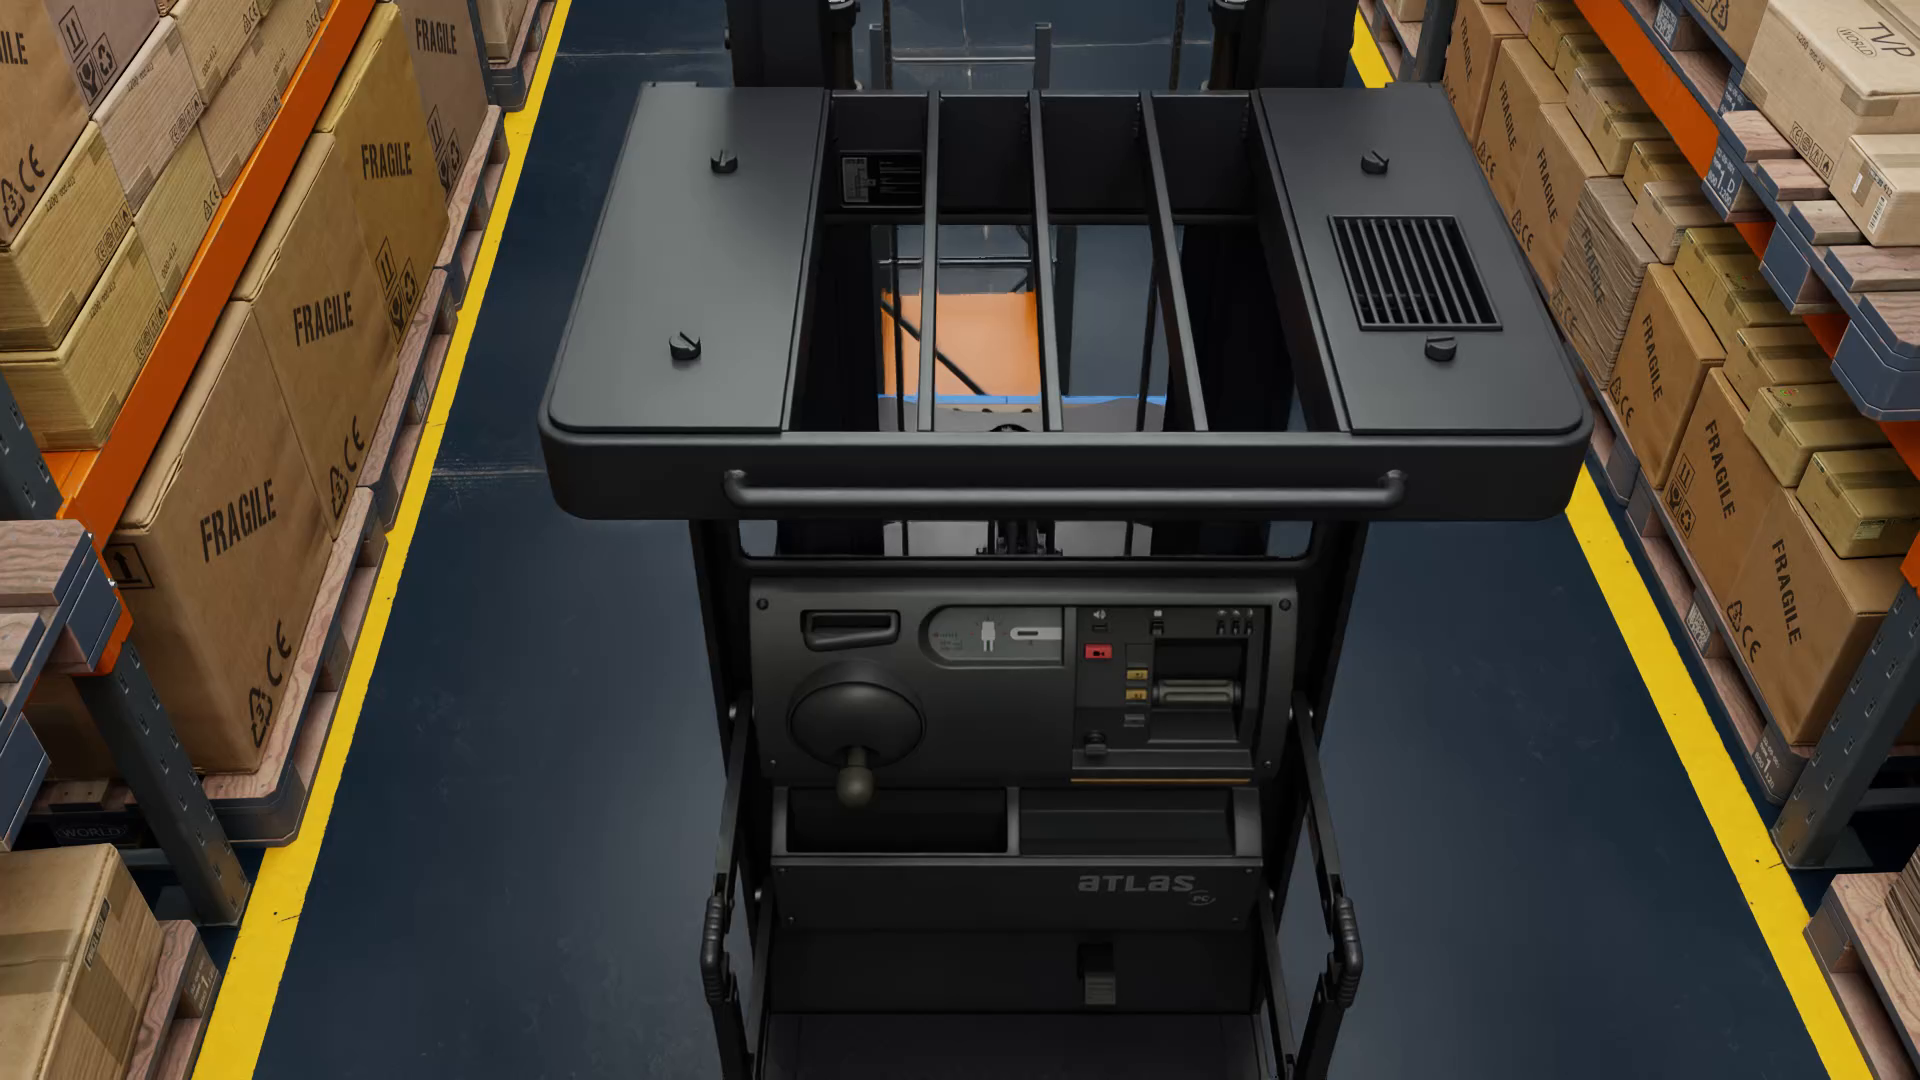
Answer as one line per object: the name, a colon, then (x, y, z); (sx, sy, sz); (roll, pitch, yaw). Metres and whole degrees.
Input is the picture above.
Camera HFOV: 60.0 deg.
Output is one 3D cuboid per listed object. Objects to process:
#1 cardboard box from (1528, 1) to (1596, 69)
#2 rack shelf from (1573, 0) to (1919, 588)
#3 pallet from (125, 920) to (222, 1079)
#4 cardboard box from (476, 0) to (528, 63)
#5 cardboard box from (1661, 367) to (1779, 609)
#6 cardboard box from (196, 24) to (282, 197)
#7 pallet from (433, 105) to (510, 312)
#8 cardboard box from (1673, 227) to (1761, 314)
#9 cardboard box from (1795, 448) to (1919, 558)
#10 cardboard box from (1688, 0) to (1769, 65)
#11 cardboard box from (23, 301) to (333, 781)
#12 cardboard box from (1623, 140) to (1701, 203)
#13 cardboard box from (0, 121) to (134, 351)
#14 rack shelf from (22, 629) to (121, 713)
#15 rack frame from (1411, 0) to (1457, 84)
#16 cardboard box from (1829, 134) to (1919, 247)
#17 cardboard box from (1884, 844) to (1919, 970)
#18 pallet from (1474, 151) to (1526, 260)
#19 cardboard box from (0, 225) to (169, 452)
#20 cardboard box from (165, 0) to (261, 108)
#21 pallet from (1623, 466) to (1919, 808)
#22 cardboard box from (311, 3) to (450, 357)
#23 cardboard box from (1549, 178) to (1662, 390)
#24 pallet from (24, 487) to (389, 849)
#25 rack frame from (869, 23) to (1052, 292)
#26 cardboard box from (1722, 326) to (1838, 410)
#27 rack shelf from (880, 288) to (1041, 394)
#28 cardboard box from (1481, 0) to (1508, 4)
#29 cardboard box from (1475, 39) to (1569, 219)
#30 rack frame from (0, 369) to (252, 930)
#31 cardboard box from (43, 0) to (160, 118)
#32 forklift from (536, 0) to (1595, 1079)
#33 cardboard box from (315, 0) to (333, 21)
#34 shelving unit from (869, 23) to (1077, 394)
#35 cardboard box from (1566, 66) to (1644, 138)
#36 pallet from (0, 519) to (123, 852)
cardboard box: (2.333, -1.867, 6.126); (0.380, 0.149, 0.250); (-4, 43, -4)
rack shelf: (2.557, -1.386, 5.075); (1.077, 0.370, 4.000); (-2, 43, -2)
pallet: (-2.285, 1.399, 3.567); (1.003, 0.211, 1.213); (-2, 43, -2)
cardboard box: (-2.406, -2.494, 7.336); (0.875, 0.438, 0.875); (-2, 43, -2)
cardboard box: (2.399, -0.152, 4.735); (0.500, 0.500, 0.500); (-2, 43, -2)
cardboard box: (-2.142, -1.139, 4.384); (0.500, 0.250, 0.500); (0, 43, 0)
pallet: (-2.378, -1.310, 6.523); (1.003, 0.211, 1.213); (-2, 43, -2)
cardboard box: (2.382, -0.810, 4.973); (0.380, 0.149, 0.250); (-2, 43, -2)
cardboard box: (2.368, -0.100, 4.198); (0.380, 0.149, 0.250); (-4, 43, -4)
cardboard box: (2.388, -1.591, 4.379); (0.797, 0.503, 0.637); (-3, 43, -3)
cardboard box: (-2.263, 0.003, 4.288); (0.875, 0.875, 0.875); (-2, 43, -2)
cardboard box: (2.381, -1.163, 5.358); (0.380, 0.149, 0.250); (-1, 43, -2)
cardboard box: (-2.091, -0.635, 3.464); (0.500, 0.250, 0.500); (-2, 43, -2)
rack shelf: (-2.232, 1.459, 1.971); (1.077, 0.370, 4.000); (-2, 43, -2)
rack frame: (2.473, -3.002, 6.305); (1.000, 3.000, 0.127); (-2, 43, -2)
cardboard box: (2.231, -0.796, 3.774); (0.380, 0.149, 0.250); (-1, 43, -1)
cardboard box: (2.655, 0.841, 3.560); (0.875, 0.625, 0.625); (0, 43, 0)
pallet: (2.545, -1.426, 6.649); (1.003, 0.211, 1.213); (-2, 43, -2)
cardboard box: (-2.086, -0.439, 3.620); (0.500, 0.250, 0.500); (-2, 43, -3)
cardboard box: (-2.121, -1.320, 4.212); (0.500, 0.250, 0.500); (-2, 43, -2)
pallet: (2.648, 0.221, 4.852); (1.003, 0.211, 1.213); (-2, 43, -2)
cardboard box: (-2.334, -1.203, 5.604); (0.875, 0.875, 0.875); (-1, 43, -1)
cardboard box: (2.333, -0.856, 5.503); (0.500, 0.500, 0.500); (-3, 43, -3)
pallet: (-2.275, 0.337, 4.726); (1.003, 0.211, 1.213); (-2, 43, -2)
rack frame: (0.001, -0.861, 5.079); (0.500, 1.500, 0.032); (-1, 43, -1)
cardboard box: (2.359, -0.462, 4.594); (0.380, 0.149, 0.250); (-3, 43, -3)
rack shelf: (0.010, -0.384, 4.826); (0.538, 0.185, 1.000); (-1, 43, -1)
cardboard box: (2.222, -2.224, 6.516); (0.380, 0.149, 0.250); (0, 43, 0)
cardboard box: (2.301, -1.543, 6.253); (0.500, 0.500, 0.500); (-2, 43, -2)
rack frame: (-2.317, -0.156, 3.201); (1.000, 3.000, 0.127); (-2, 43, -2)
cardboard box: (-2.124, -1.236, 3.565); (0.500, 0.500, 0.500); (-1, 43, -2)
forklift: (0.109, 0.346, 2.703); (1.130, 2.935, 3.031); (0, 43, 0)
cardboard box: (-2.193, -1.821, 5.128); (0.500, 0.250, 0.500); (-3, 43, -3)
shelving unit: (0.010, -0.523, 4.711); (0.587, 1.500, 1.083); (-1, 43, -1)
cardboard box: (2.332, -1.512, 5.739); (0.380, 0.149, 0.250); (-2, 43, -2)
pallet: (-2.180, 0.392, 2.744); (1.213, 0.211, 1.003); (-2, 43, -2)
